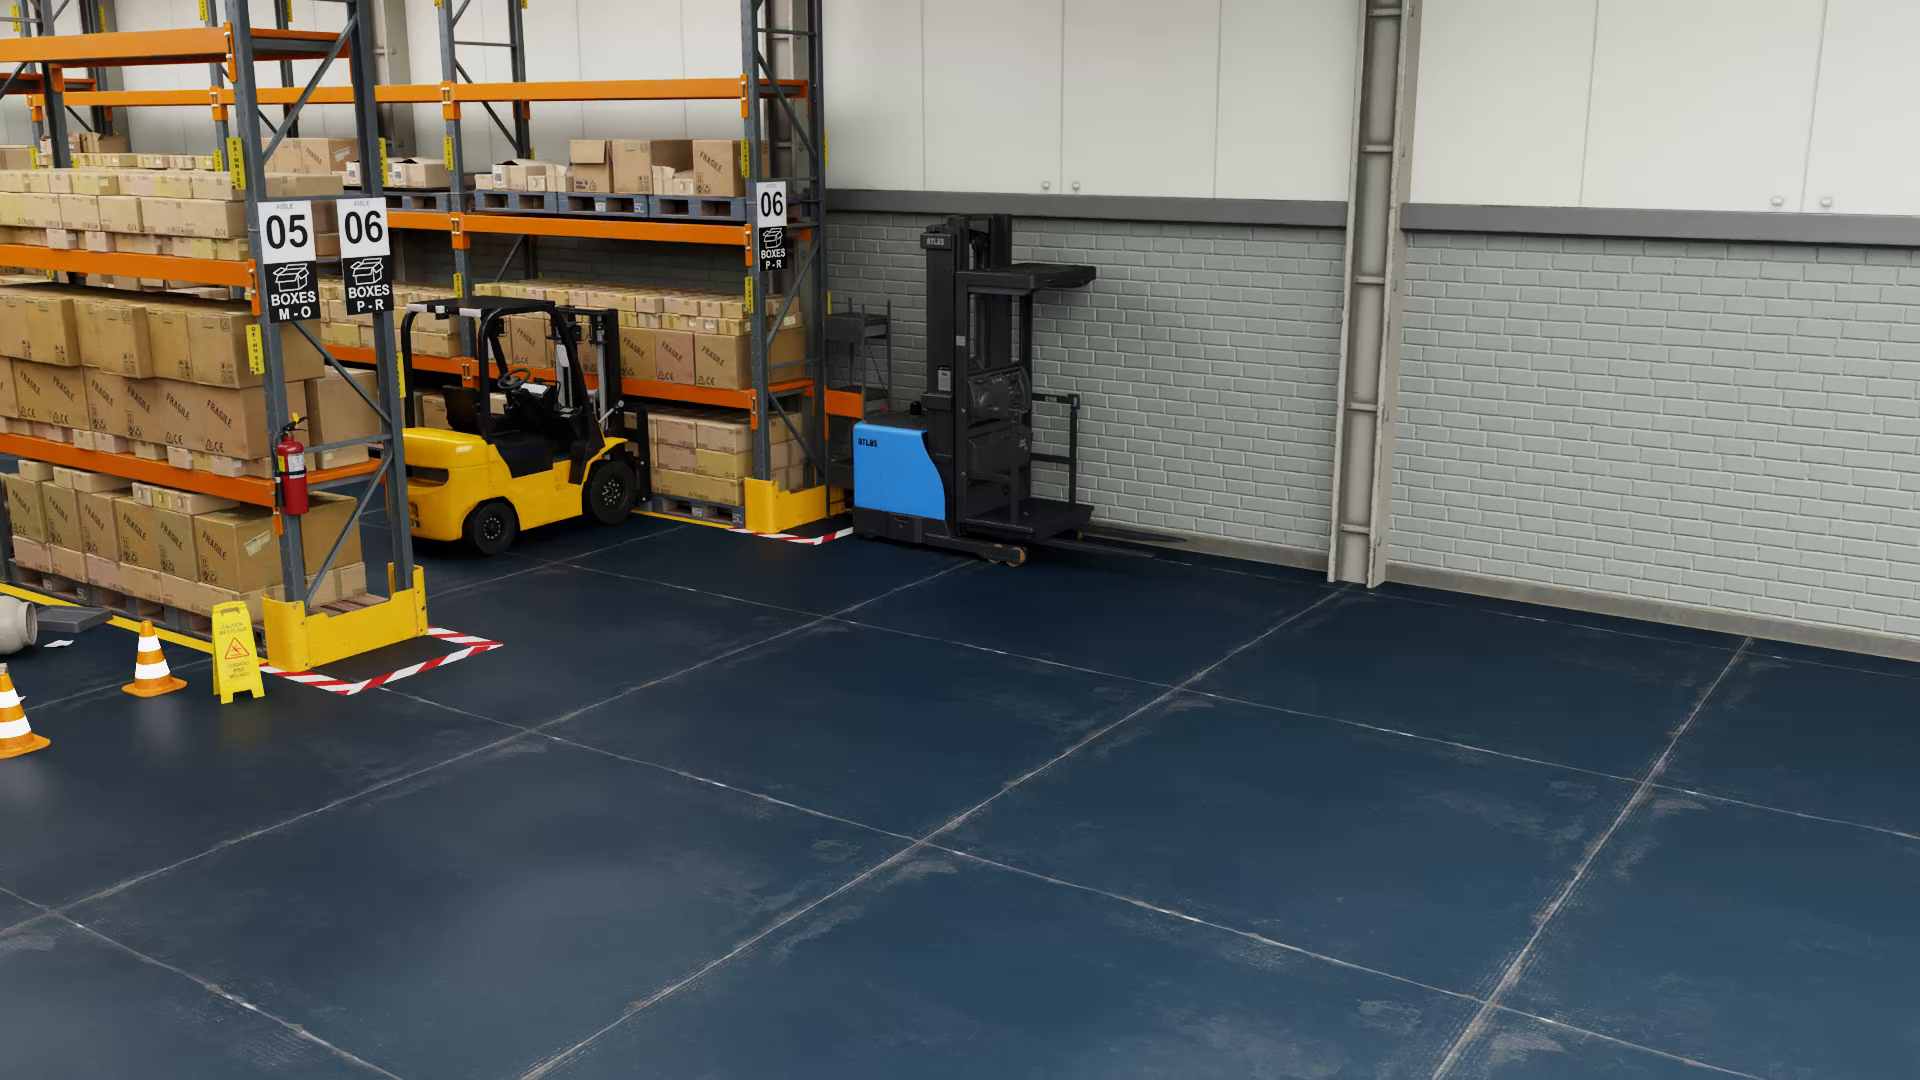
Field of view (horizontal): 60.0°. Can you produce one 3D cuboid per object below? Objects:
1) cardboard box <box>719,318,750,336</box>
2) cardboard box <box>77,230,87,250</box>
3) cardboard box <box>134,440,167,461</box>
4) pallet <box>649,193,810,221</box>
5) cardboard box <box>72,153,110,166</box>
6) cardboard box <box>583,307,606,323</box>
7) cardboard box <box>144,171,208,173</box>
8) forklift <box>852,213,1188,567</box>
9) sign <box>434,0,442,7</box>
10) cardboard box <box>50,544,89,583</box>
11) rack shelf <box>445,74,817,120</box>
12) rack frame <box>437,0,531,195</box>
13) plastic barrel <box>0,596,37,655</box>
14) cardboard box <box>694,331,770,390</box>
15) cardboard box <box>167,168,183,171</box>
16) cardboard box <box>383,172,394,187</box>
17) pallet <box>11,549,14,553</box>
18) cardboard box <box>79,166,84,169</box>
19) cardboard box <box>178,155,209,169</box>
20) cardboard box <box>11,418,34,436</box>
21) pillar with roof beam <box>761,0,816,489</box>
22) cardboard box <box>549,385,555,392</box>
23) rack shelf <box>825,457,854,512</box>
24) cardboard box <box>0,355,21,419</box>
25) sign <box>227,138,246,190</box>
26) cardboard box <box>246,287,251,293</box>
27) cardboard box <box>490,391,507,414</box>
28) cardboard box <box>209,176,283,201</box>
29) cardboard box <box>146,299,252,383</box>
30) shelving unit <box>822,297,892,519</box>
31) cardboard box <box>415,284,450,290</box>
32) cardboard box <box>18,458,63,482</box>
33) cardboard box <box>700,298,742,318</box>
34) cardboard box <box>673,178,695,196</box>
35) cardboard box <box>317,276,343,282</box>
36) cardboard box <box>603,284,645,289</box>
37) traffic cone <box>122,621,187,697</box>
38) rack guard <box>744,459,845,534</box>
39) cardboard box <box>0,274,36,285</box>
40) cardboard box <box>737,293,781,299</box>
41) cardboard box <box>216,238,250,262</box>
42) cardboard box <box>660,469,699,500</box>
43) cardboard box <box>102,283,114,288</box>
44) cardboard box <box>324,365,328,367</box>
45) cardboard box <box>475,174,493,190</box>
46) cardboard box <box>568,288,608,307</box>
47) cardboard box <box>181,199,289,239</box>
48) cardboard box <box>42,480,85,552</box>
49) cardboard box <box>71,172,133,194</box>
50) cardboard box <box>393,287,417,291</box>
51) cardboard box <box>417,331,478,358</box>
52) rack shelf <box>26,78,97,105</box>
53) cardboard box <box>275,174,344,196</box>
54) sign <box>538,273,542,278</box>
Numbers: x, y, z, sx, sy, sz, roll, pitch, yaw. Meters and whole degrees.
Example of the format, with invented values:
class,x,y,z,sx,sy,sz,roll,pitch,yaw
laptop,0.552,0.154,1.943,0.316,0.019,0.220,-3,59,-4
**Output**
class,x,y,z,sx,sy,sz,roll,pitch,yaw
cardboard box,-2.037,-2.004,15.546,0.250,0.149,0.380,9,17,34
cardboard box,-6.277,-2.232,12.306,0.250,0.149,0.380,9,17,33
cardboard box,-5.891,-0.703,12.371,0.250,0.149,0.380,9,17,32
pallet,-2.166,-3.163,15.728,1.213,0.211,1.003,9,17,33
cardboard box,-10.871,-4.770,20.854,0.250,0.149,0.380,9,16,32
cardboard box,-3.523,-2.243,16.512,0.250,0.149,0.380,9,16,32
cardboard box,-5.955,-2.730,12.656,0.250,0.149,0.380,9,17,34
forklift,0.521,-1.338,14.557,3.031,2.935,1.130,9,17,33
sign,-5.205,-5.481,16.555,0.005,0.325,0.100,9,17,33
cardboard box,-6.891,0.137,13.303,0.500,0.250,0.500,10,17,36
rack shelf,-3.253,-4.287,16.171,4.000,0.370,1.077,9,17,33
rack frame,-4.912,-5.099,17.120,0.127,3.000,1.000,9,17,33
plastic barrel,-6.919,0.615,11.883,0.512,0.421,0.421,-4,14,-16
cardboard box,-2.148,-1.712,15.717,0.500,0.500,0.500,9,16,32
cardboard box,-9.299,-4.403,20.034,0.250,0.149,0.380,9,17,33
cardboard box,-5.994,-3.860,17.799,0.250,0.149,0.380,9,17,33
pallet,-8.326,0.053,14.596,1.213,0.211,1.003,9,17,33
cardboard box,-10.902,-4.620,20.867,0.250,0.149,0.380,9,17,34
cardboard box,-9.090,-4.513,19.860,0.250,0.149,0.380,9,16,31
cardboard box,-7.359,-0.945,13.347,0.250,0.149,0.380,10,17,34
pillar with roof beam,-4.071,-3.977,12.589,0.400,9.000,9.100,9,17,33
cardboard box,-4.396,-1.514,17.890,0.500,0.250,0.500,10,17,34
rack shelf,-0.970,-0.528,15.984,0.480,0.518,0.431,11,18,37
cardboard box,-7.470,-1.275,13.330,0.500,0.500,0.500,9,17,33
sign,-4.687,-2.438,10.771,0.005,0.325,0.100,9,17,33
cardboard box,-8.131,-2.985,19.508,0.250,0.149,0.380,10,17,34
cardboard box,-4.686,-1.414,17.486,0.500,0.250,0.500,9,16,32
cardboard box,-4.806,-2.368,11.193,0.250,0.149,0.380,9,17,33
cardboard box,-5.322,-1.433,11.887,0.500,0.500,0.700,9,17,33
shelving unit,-0.970,-1.221,15.813,0.503,2.100,0.431,11,18,37
cardboard box,-5.900,-2.789,18.715,0.250,0.149,0.380,9,17,33
cardboard box,-7.270,-0.583,13.299,0.250,0.149,0.380,9,17,34
cardboard box,-2.230,-2.191,15.681,0.250,0.149,0.380,9,17,33
cardboard box,-2.450,-3.287,15.485,0.250,0.149,0.380,9,16,31
cardboard box,-7.388,-3.023,19.663,0.250,0.149,0.380,9,17,33
cardboard box,-3.434,-2.534,17.066,0.250,0.149,0.380,9,16,32
traffic cone,-5.437,0.771,11.172,0.334,0.463,0.336,9,17,33
rack guard,-1.573,-0.434,15.961,0.348,0.500,1.175,9,17,33
cardboard box,-12.940,-3.484,22.777,0.500,0.250,0.500,9,17,32
cardboard box,-1.938,-2.294,16.097,0.250,0.149,0.380,10,17,35
cardboard box,-4.813,-1.986,11.311,0.250,0.149,0.380,9,17,33
cardboard box,-2.567,-0.588,16.231,0.500,0.250,0.500,9,17,33
cardboard box,-10.612,-3.135,21.079,0.258,0.266,0.396,10,17,36
cardboard box,-5.030,-1.041,12.384,0.500,0.500,0.500,10,17,35
cardboard box,-4.709,-3.652,16.960,0.250,0.149,0.380,10,17,34
cardboard box,-3.700,-2.436,16.669,0.250,0.149,0.380,9,17,33
cardboard box,-4.935,-2.203,11.356,0.500,0.250,0.500,9,16,32
cardboard box,-6.890,-0.227,13.213,0.500,0.500,0.500,10,17,35
cardboard box,-6.264,-2.618,12.205,0.250,0.149,0.380,10,17,34
cardboard box,-6.192,-2.682,18.285,0.250,0.149,0.380,9,16,31
cardboard box,-5.477,-2.129,17.921,0.500,0.250,0.500,10,17,34
rack shelf,-13.210,-6.089,22.624,4.000,0.370,1.077,9,17,33
cardboard box,-4.541,-2.469,11.604,0.250,0.149,0.380,9,17,32
sign,-4.604,-2.756,18.175,0.005,0.325,0.100,9,17,33
